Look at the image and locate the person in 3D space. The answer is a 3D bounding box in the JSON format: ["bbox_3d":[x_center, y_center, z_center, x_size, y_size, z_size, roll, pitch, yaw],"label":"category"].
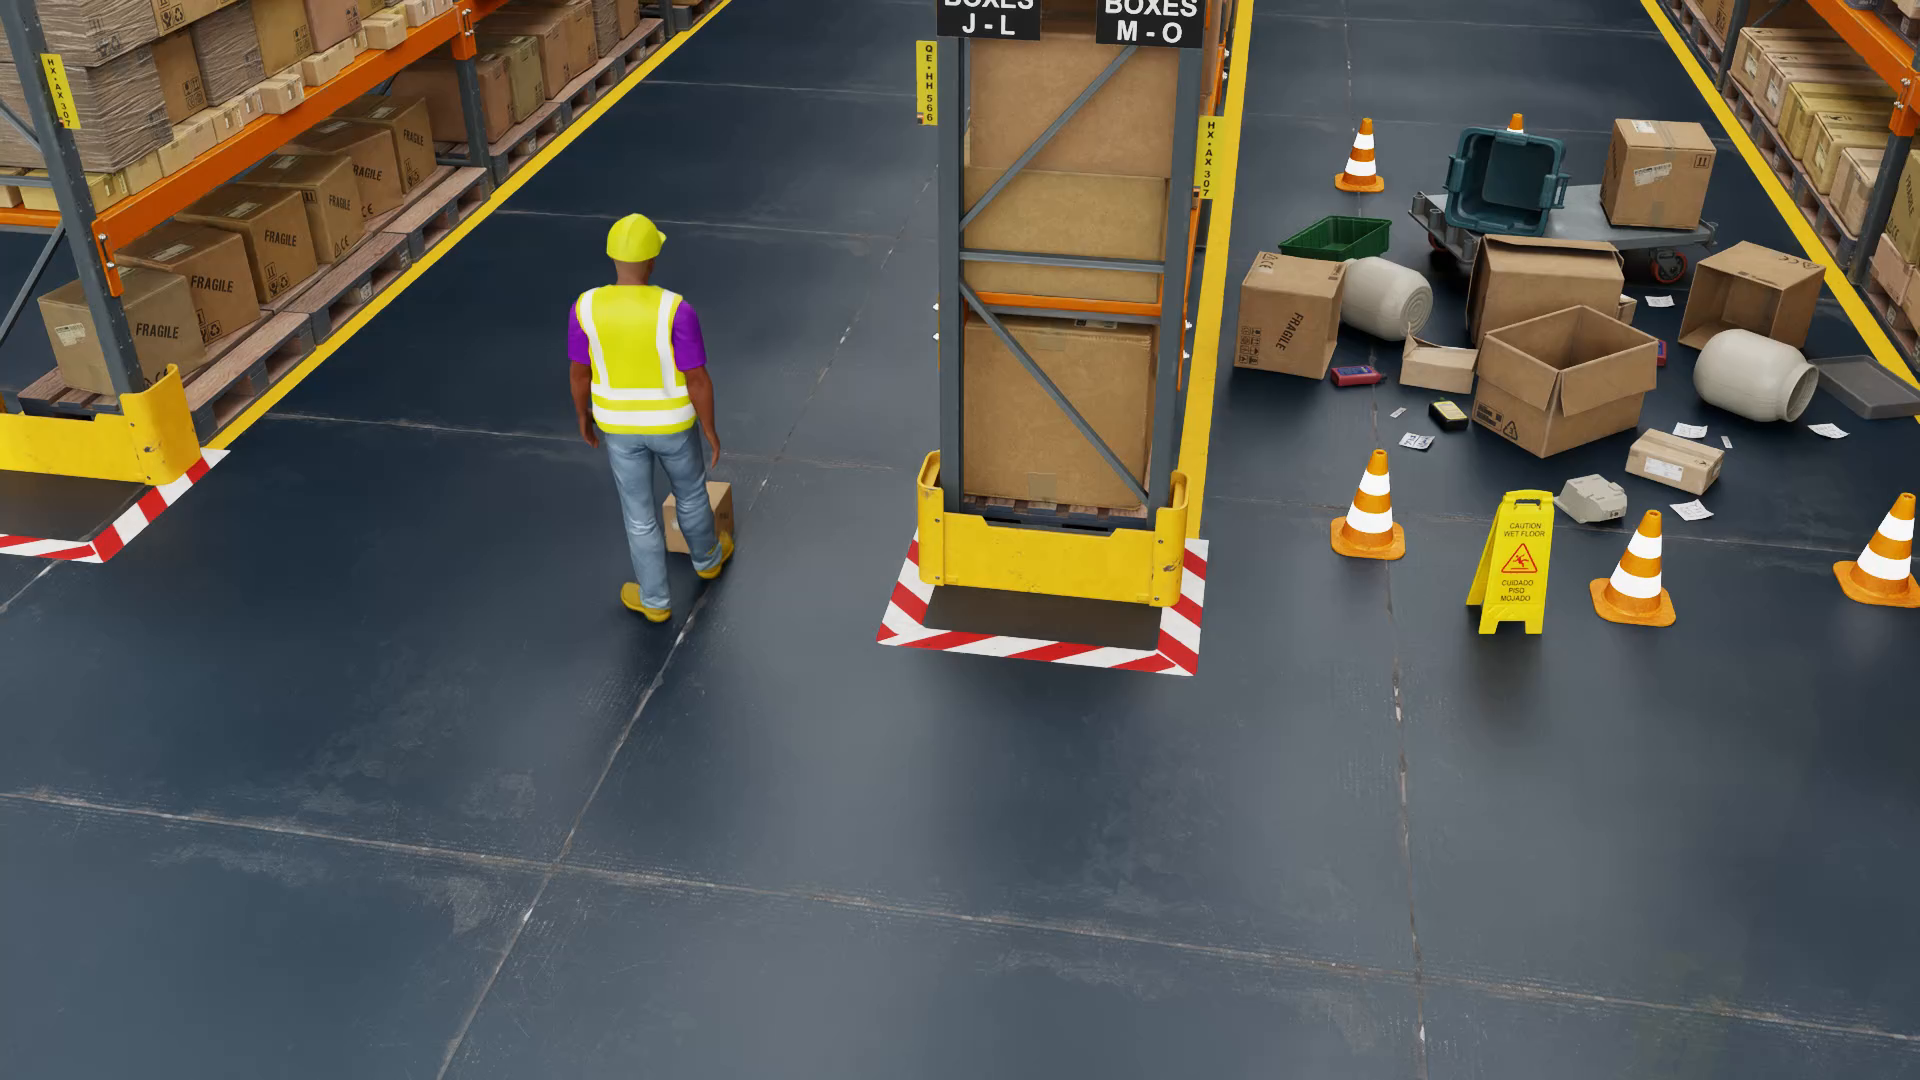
[{"bbox_3d":[-1.301,-0.546,6.968,0.601,1.758,0.643,-2,32,-3],"label":"person"}]
